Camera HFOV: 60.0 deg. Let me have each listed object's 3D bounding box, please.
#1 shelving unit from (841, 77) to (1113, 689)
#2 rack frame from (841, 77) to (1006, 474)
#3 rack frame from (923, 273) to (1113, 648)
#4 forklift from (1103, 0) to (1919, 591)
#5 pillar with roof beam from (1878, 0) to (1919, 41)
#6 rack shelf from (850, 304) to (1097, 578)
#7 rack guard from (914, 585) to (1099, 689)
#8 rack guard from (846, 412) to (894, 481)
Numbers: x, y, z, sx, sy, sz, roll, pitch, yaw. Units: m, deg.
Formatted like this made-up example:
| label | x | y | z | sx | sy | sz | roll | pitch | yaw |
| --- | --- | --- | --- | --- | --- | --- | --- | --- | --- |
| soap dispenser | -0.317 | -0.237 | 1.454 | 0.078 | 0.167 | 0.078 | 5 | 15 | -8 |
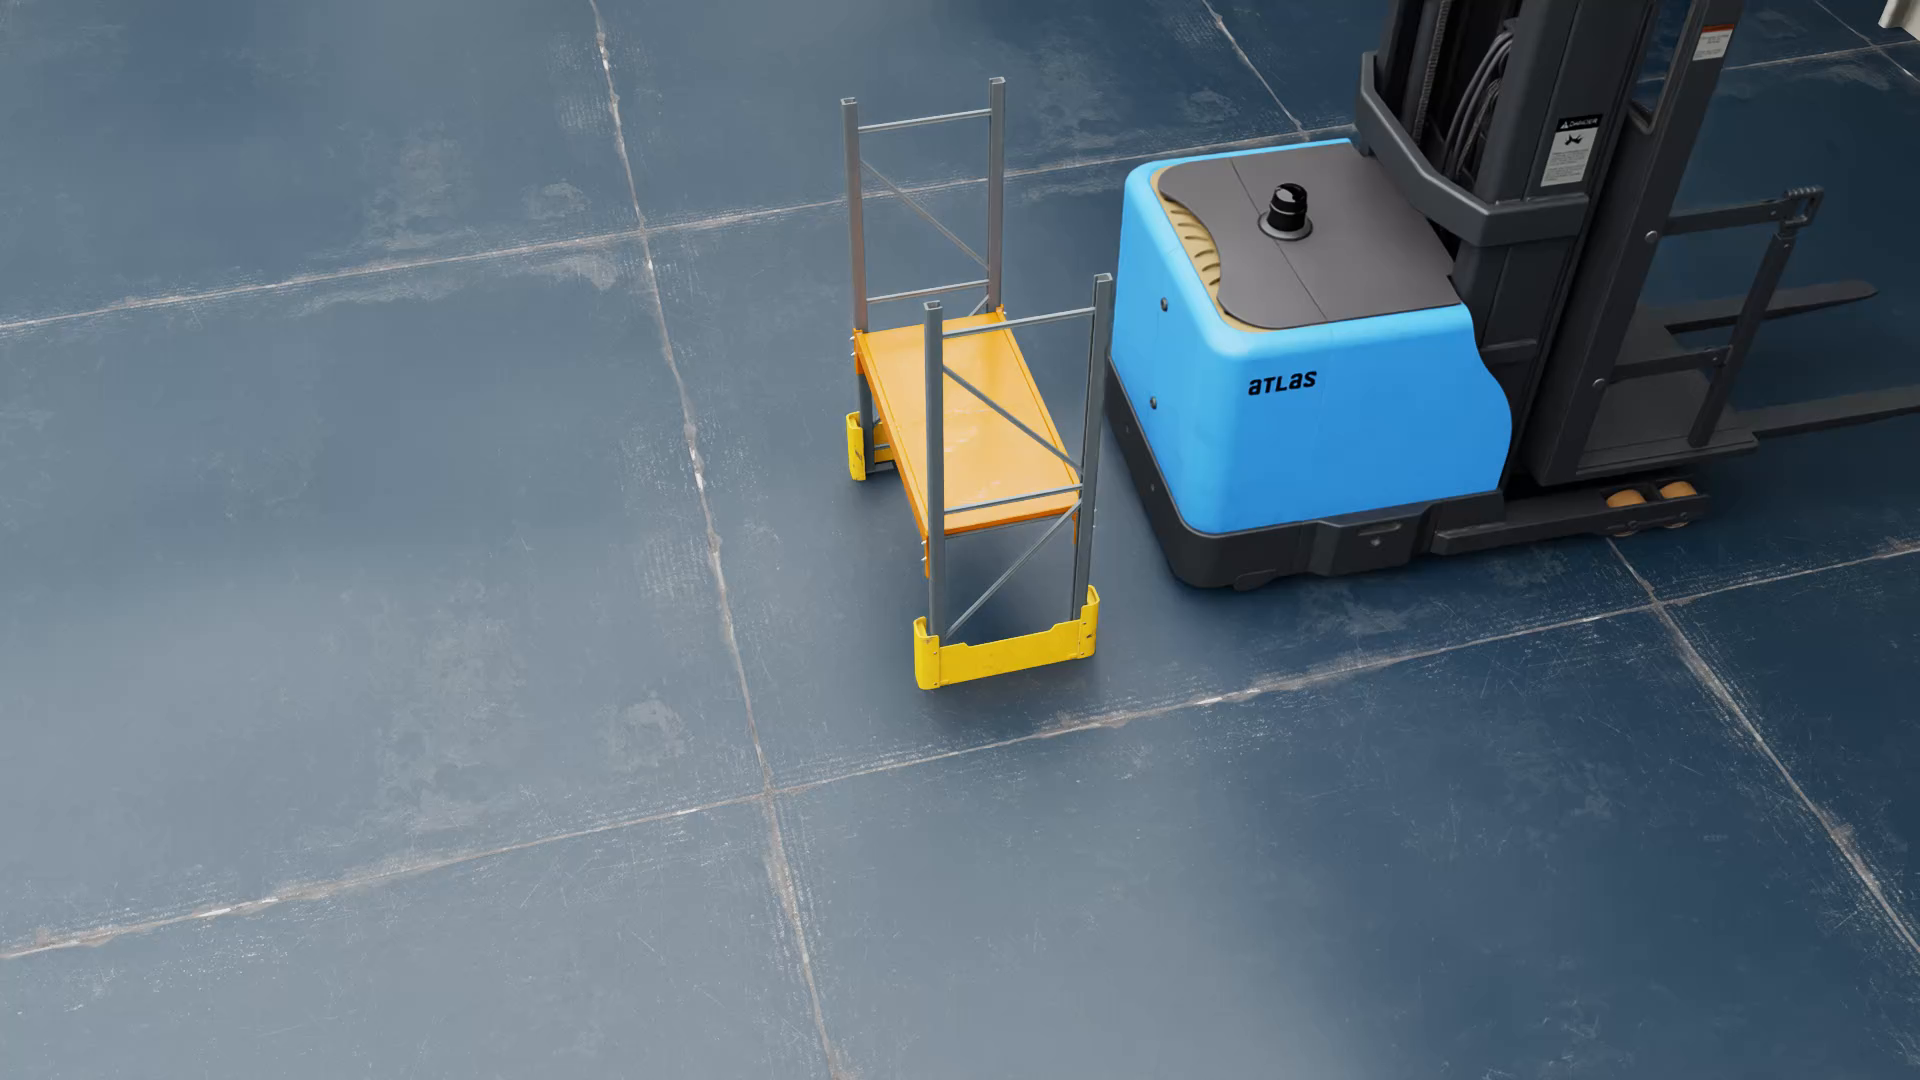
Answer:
| label | x | y | z | sx | sy | sz | roll | pitch | yaw |
| --- | --- | --- | --- | --- | --- | --- | --- | --- | --- |
| shelving unit | 0.020 | -0.472 | 5.163 | 0.587 | 1.500 | 1.083 | -11 | 47 | -10 |
| rack frame | -0.108 | -0.817 | 5.501 | 0.500 | 1.500 | 0.032 | -11 | 47 | -10 |
| rack frame | 0.152 | -0.115 | 4.813 | 0.500 | 1.500 | 0.032 | -11 | 47 | -10 |
| forklift | 2.100 | -1.399 | 5.069 | 3.031 | 2.935 | 1.130 | -9 | 46 | -9 |
| pillar with roof beam | 0.600 | -4.826 | 4.179 | 9.100 | 9.000 | 0.400 | -11 | 47 | -10 |
| rack shelf | 0.022 | -0.340 | 5.285 | 0.538 | 0.185 | 1.000 | -11 | 47 | -10 |
| rack guard | 0.147 | 0.309 | 5.272 | 0.587 | 0.250 | 0.087 | -11 | 47 | -10 |
| rack guard | -0.108 | -0.379 | 5.946 | 0.587 | 0.250 | 0.087 | -11 | 47 | -10 |
